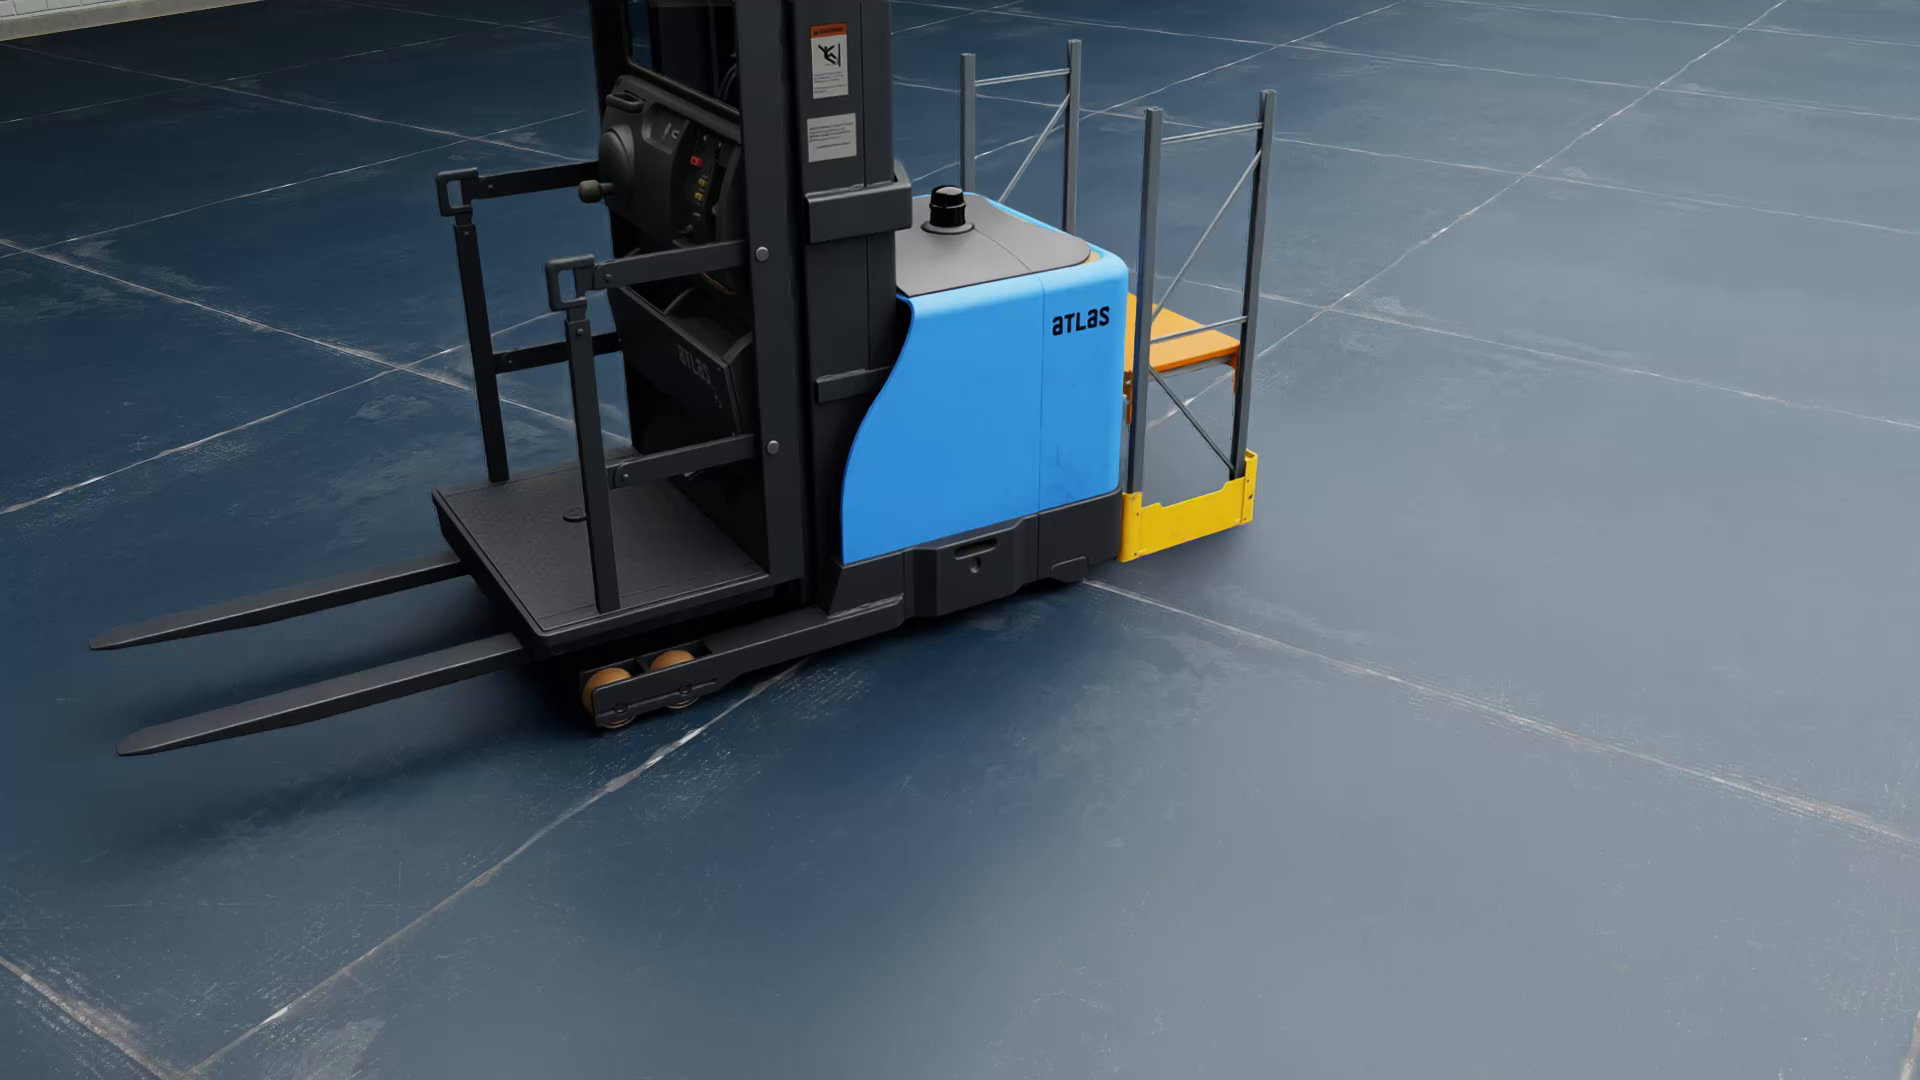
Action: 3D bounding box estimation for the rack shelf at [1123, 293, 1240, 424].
[{"bbox_3d":[0.496,-0.712,5.893,0.538,0.185,1.000,-17,31,-29],"label":"rack shelf"}]

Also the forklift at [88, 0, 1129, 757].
[{"bbox_3d":[-0.996,-1.048,4.578,3.031,2.935,1.130,-15,31,-27],"label":"forklift"}]

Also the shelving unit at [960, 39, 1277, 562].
[{"bbox_3d":[0.501,-0.869,5.805,0.587,1.500,1.083,-17,31,-29],"label":"shelving unit"}]

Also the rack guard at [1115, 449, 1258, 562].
[{"bbox_3d":[0.773,-0.123,5.717,0.587,0.250,0.087,-17,31,-29],"label":"rack guard"}]

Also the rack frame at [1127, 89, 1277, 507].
[{"bbox_3d":[0.774,-0.680,5.432,0.500,1.500,0.032,-17,31,-29],"label":"rack frame"}]

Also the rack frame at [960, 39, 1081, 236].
[{"bbox_3d":[0.218,-1.066,6.191,0.500,1.500,0.032,-17,31,-29],"label":"rack frame"}]
